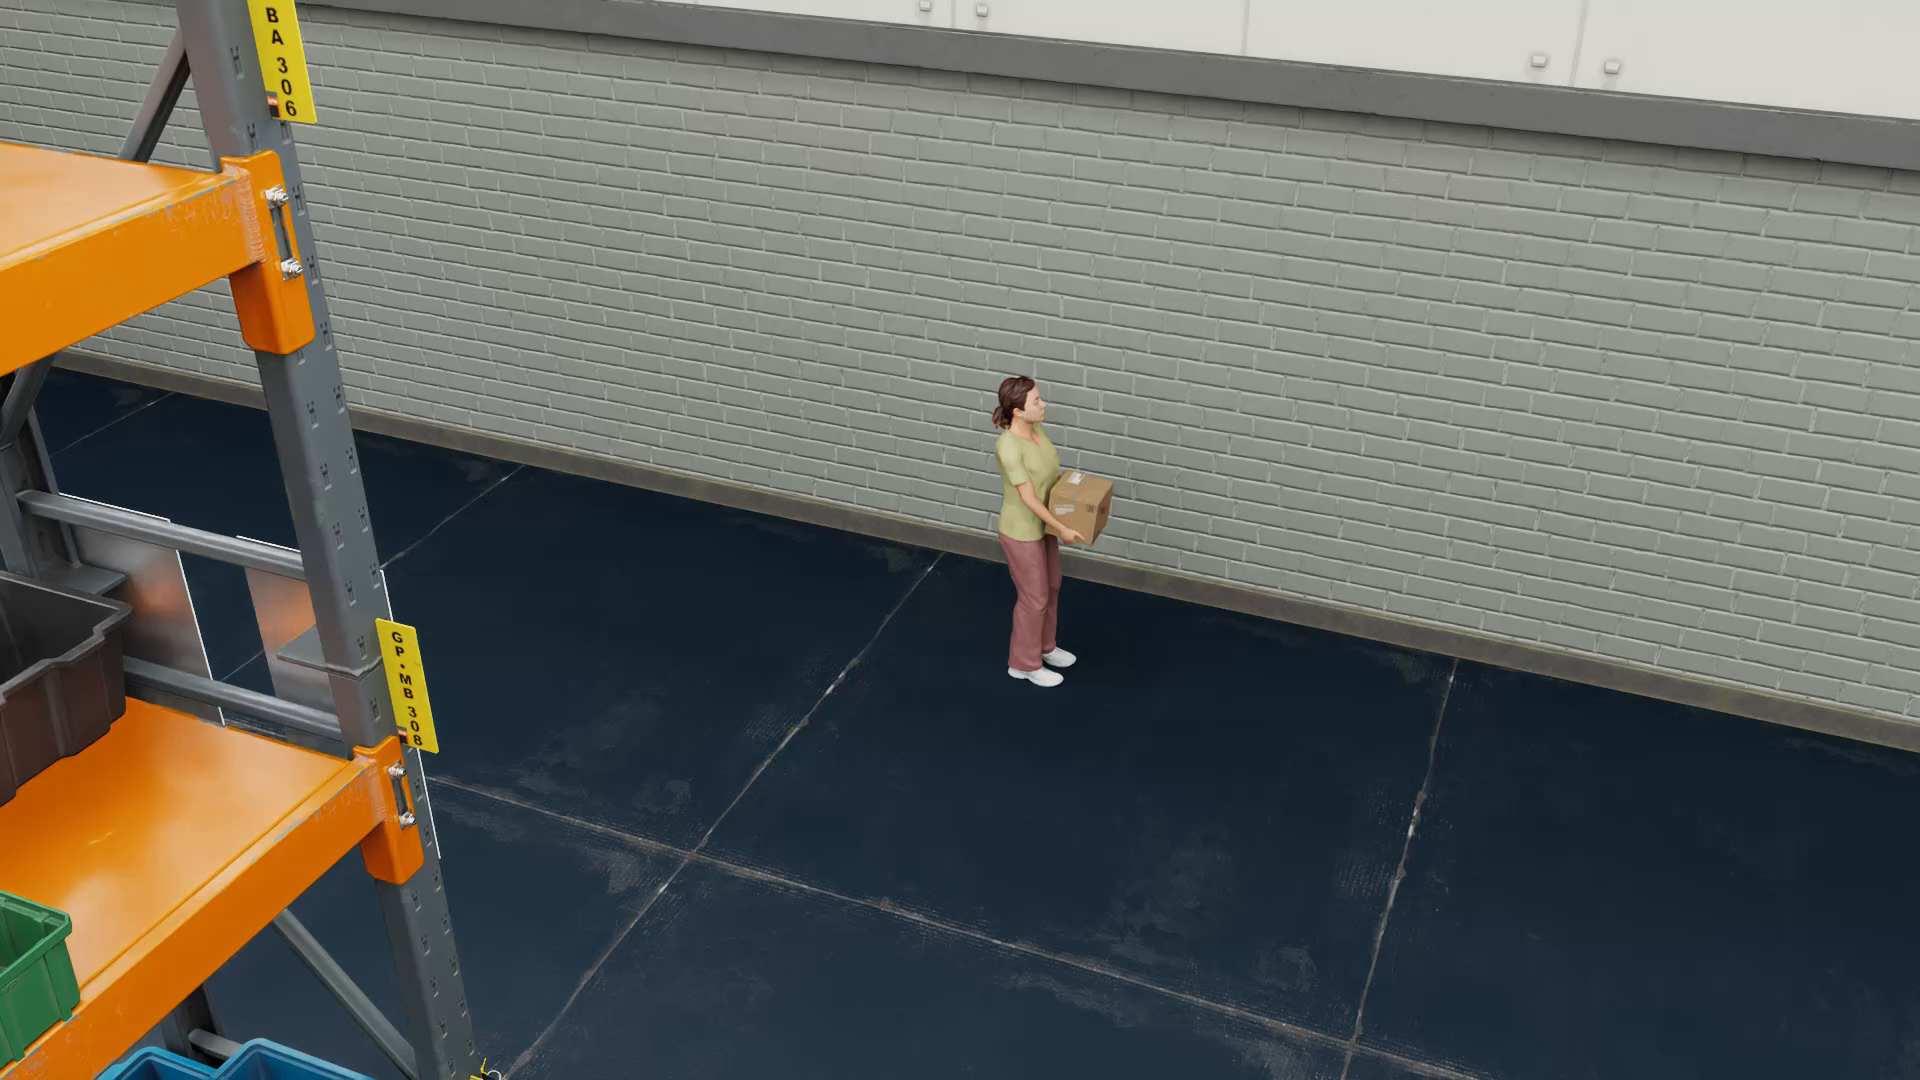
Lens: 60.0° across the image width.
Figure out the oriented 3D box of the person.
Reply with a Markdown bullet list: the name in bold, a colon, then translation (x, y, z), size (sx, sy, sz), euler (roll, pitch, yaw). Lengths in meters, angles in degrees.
- **person**: translation (0.414, -0.042, 8.478), size (0.559, 1.662, 0.427), euler (12, 32, 19)
